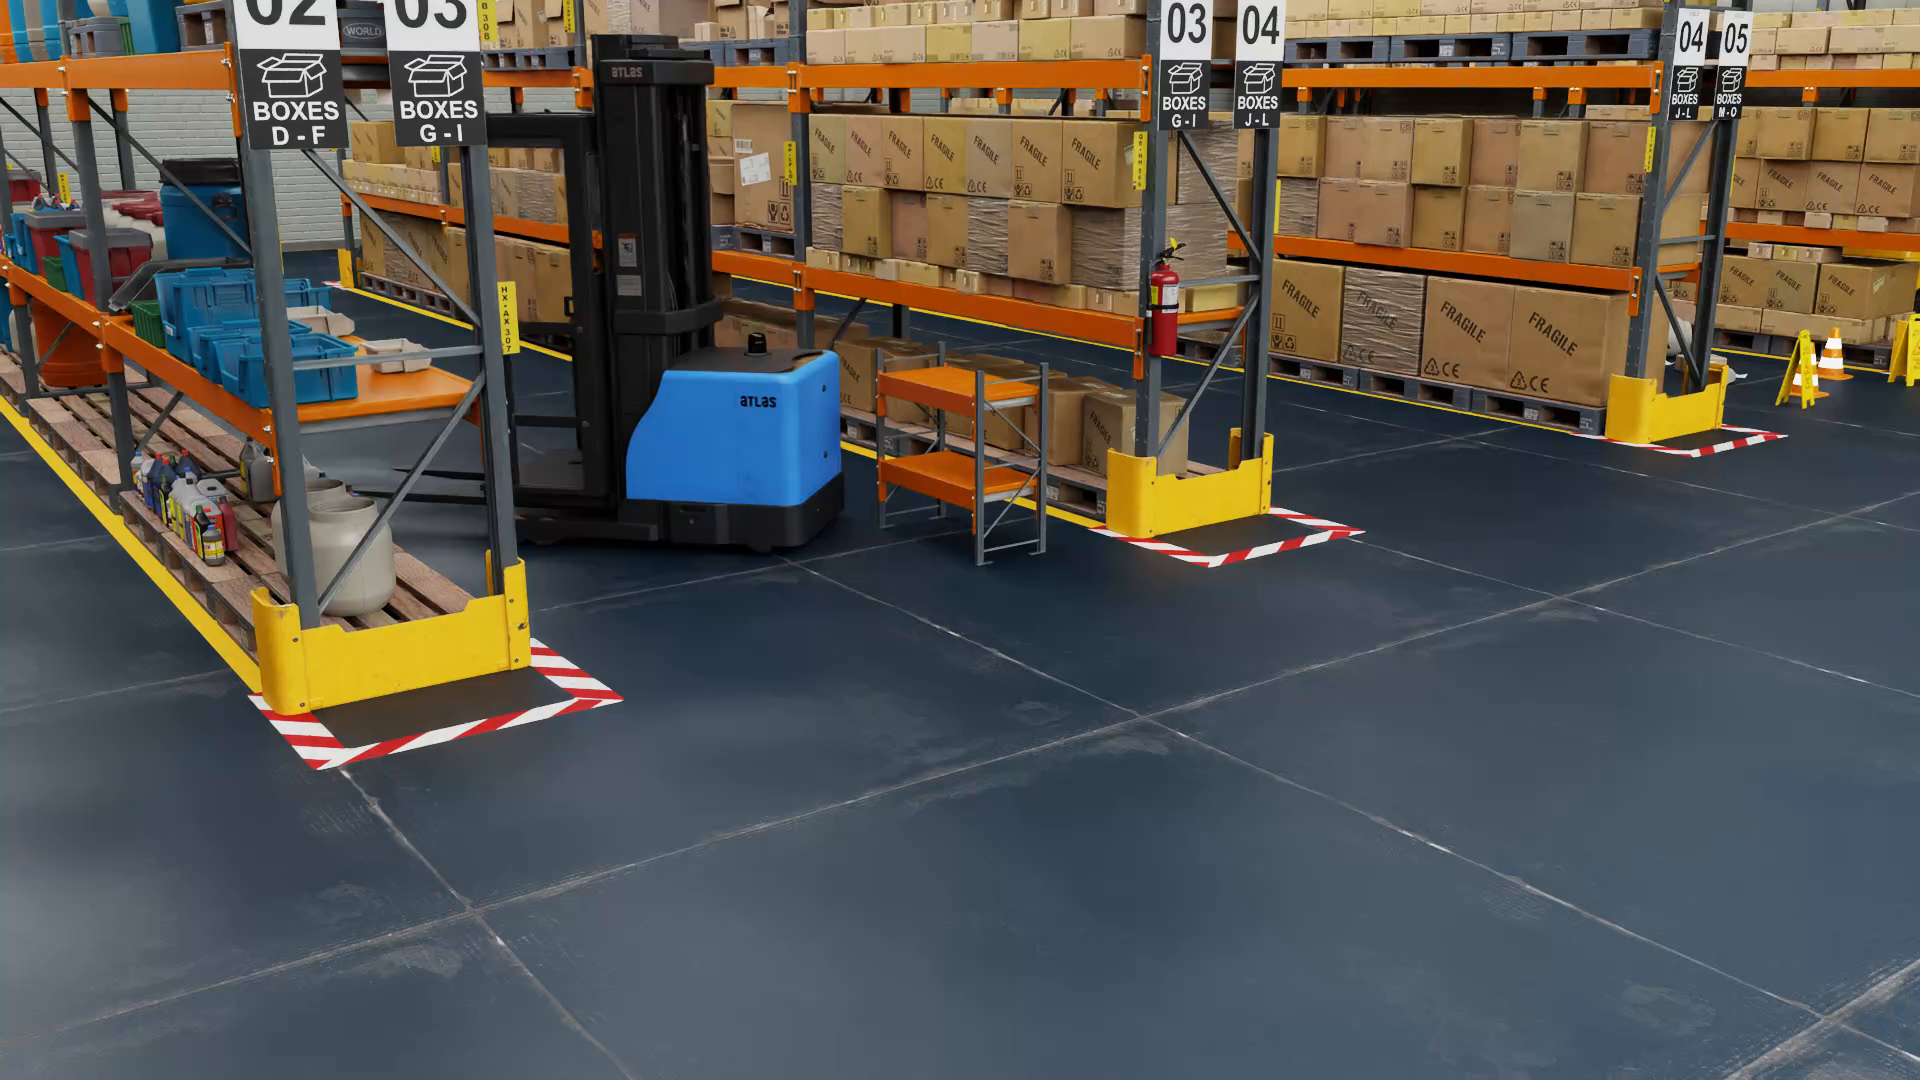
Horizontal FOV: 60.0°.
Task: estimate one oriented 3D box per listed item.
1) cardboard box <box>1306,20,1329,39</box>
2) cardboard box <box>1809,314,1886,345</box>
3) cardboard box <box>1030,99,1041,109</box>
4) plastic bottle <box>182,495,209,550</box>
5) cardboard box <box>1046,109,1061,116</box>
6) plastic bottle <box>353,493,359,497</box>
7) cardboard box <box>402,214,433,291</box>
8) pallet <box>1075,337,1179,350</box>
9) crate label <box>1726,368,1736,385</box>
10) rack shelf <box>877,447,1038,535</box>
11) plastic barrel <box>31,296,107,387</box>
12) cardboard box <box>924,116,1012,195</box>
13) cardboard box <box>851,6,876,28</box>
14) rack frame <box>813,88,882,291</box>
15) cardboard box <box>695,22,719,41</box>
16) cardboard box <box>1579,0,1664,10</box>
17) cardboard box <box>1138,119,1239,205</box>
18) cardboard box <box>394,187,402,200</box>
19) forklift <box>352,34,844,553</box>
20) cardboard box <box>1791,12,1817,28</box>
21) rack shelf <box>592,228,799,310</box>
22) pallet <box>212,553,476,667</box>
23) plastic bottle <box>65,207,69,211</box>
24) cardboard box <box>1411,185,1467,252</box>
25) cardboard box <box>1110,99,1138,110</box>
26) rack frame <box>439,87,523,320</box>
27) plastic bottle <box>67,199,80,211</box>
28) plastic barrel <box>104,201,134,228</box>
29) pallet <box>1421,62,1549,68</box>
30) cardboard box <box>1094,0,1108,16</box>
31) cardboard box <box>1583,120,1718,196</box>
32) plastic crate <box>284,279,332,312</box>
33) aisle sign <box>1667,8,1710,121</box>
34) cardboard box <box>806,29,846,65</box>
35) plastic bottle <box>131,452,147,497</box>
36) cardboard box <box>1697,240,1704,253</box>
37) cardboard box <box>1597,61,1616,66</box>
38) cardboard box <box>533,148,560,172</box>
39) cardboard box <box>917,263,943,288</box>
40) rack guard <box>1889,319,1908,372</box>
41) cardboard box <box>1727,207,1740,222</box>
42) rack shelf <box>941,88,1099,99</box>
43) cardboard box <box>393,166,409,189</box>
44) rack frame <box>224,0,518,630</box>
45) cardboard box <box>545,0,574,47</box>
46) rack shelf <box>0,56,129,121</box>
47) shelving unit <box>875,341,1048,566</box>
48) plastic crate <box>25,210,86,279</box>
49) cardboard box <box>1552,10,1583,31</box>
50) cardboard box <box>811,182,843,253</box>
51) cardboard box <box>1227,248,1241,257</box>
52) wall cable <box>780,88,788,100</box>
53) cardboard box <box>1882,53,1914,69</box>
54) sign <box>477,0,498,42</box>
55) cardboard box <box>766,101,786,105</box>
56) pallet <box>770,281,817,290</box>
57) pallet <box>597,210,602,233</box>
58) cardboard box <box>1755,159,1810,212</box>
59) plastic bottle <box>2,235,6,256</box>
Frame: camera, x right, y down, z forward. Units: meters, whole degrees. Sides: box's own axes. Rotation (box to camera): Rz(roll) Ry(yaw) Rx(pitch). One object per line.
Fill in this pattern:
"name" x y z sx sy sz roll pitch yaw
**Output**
"cardboard box" 3.312 -4.553 14.836 0.380 0.149 0.250 -11 19 -34
"cardboard box" 8.808 -2.110 16.515 0.500 0.250 0.500 -11 19 -35
"cardboard box" 1.321 -6.802 25.935 0.380 0.149 0.250 -11 19 -36
"plastic bottle" -4.149 -0.101 9.088 0.152 0.276 0.135 -11 19 -36
"cardboard box" 1.667 -6.358 25.540 0.500 0.500 0.500 -11 19 -35
"plastic bottle" -3.321 -0.122 9.175 0.097 0.271 0.097 0 15 0
"cardboard box" -6.409 -3.645 20.941 0.875 0.875 0.875 -11 19 -35
"pallet" 1.983 -2.230 17.826 1.003 0.211 1.213 -11 19 -35
"crate label" 7.009 -1.522 15.376 0.298 0.136 0.250 7 17 23
"rack shelf" -0.004 -0.308 9.997 0.538 0.278 1.000 -11 19 -35
"plastic barrel" -7.512 -1.756 14.126 0.600 0.830 0.708 -11 19 -35
"cardboard box" 0.098 -2.633 11.368 0.500 0.500 0.500 -11 19 -35
"cardboard box" -0.556 -3.755 11.961 0.380 0.149 0.250 -11 19 -34
"rack frame" -1.485 -4.870 22.187 1.000 3.000 0.127 -11 19 -35
"cardboard box" -2.036 -4.335 14.197 0.380 0.166 0.250 -12 19 -36
"cardboard box" 5.057 -4.137 12.564 0.500 0.250 0.500 -11 19 -34
"cardboard box" 1.396 -2.393 10.490 0.500 0.500 0.500 -11 19 -35
"cardboard box" -6.756 -4.289 20.541 0.380 0.149 0.250 -11 19 -35
"forklift" -2.304 -1.514 10.056 3.031 2.935 1.130 3 16 11
"cardboard box" 8.414 -5.122 16.392 0.380 0.149 0.250 -12 19 -36
"rack shelf" -2.028 -2.493 14.867 1.077 0.370 4.000 -11 19 -35
"pallet" -3.063 0.371 8.320 1.003 0.211 1.213 -11 19 -35
"plastic bottle" -8.223 -2.934 15.359 0.097 0.271 0.097 0 15 0
"cardboard box" 4.402 -2.812 14.384 0.875 0.550 0.500 -11 19 -35
"cardboard box" 2.484 -6.611 25.236 0.380 0.149 0.250 -11 19 -35
"rack frame" -5.556 -4.122 19.453 1.000 3.000 0.127 -11 19 -35
"plastic bottle" -8.110 -2.948 15.260 0.144 0.351 0.185 -11 19 -35
"plastic barrel" -6.185 -2.276 12.499 0.421 0.512 0.421 0 15 0
"pallet" 6.274 -5.677 19.810 1.213 0.211 1.003 -11 19 -35
"cardboard box" 1.026 -3.211 9.971 0.380 0.149 0.250 -12 19 -36
"cardboard box" 5.384 -2.986 12.974 0.875 0.550 0.550 -11 19 -35
"plastic crate" -3.989 -1.379 9.713 0.499 0.251 0.616 -11 19 -35
"aisle sign" 5.370 -3.500 12.256 0.394 0.787 0.004 -11 19 -35
"cardboard box" -0.795 -3.652 12.339 0.500 0.250 0.500 -12 19 -37
"plastic bottle" -5.026 -0.405 10.208 0.097 0.271 0.097 0 15 0
"cardboard box" 7.781 -3.132 17.601 0.380 0.149 0.250 -10 18 -31
"cardboard box" 7.148 -5.171 18.083 0.380 0.149 0.250 -11 19 -35
"cardboard box" -4.002 -4.098 17.276 0.797 0.503 0.637 -10 18 -33
"cardboard box" -0.077 -1.881 11.744 0.380 0.149 0.250 -11 19 -35
"rack guard" 9.471 -1.908 16.100 1.175 0.500 0.348 -11 19 -35
"cardboard box" 8.005 -3.389 17.253 0.380 0.149 0.250 -11 19 -35
"rack shelf" 1.284 -7.187 26.333 1.077 0.370 4.000 -11 19 -35
"cardboard box" -6.635 -4.465 20.430 0.500 0.250 0.500 -10 18 -33
"rack frame" -2.507 -0.790 7.282 1.000 3.000 0.127 -11 19 -35
"cardboard box" -3.621 -5.086 16.302 0.797 0.503 0.637 -10 18 -31
"rack shelf" -6.035 -3.171 11.662 1.077 0.370 4.000 -11 19 -35
"shelving unit" -0.004 -0.544 9.933 0.538 1.125 1.048 -11 19 -35
"plastic crate" -6.508 -2.137 12.081 0.402 0.464 0.583 -11 19 -35
"cardboard box" 4.802 -4.011 12.858 0.380 0.149 0.250 -11 19 -34
"cardboard box" -0.638 -2.499 12.773 0.875 0.500 0.500 -11 19 -35
"cardboard box" 3.952 -4.335 23.462 0.875 0.875 0.875 -11 19 -34
"wall cable" -3.226 -8.220 32.442 0.585 1.953 0.123 -11 19 -35
"cardboard box" 8.907 -4.504 15.643 0.380 0.149 0.250 -11 19 -34
"sign" -2.059 -2.326 7.193 0.100 0.325 0.005 -11 19 -35
"cardboard box" -2.288 -5.712 22.616 0.500 0.500 0.500 -12 19 -36
"pallet" -1.908 -3.663 23.059 1.003 0.211 1.213 -11 19 -35
"pallet" -2.699 -3.039 15.862 1.213 0.211 1.003 -11 19 -35
"cardboard box" 8.391 -3.577 16.711 0.500 0.500 0.500 -11 19 -35
"plastic bottle" -7.794 -2.463 13.613 0.061 0.283 0.133 -11 19 -35
